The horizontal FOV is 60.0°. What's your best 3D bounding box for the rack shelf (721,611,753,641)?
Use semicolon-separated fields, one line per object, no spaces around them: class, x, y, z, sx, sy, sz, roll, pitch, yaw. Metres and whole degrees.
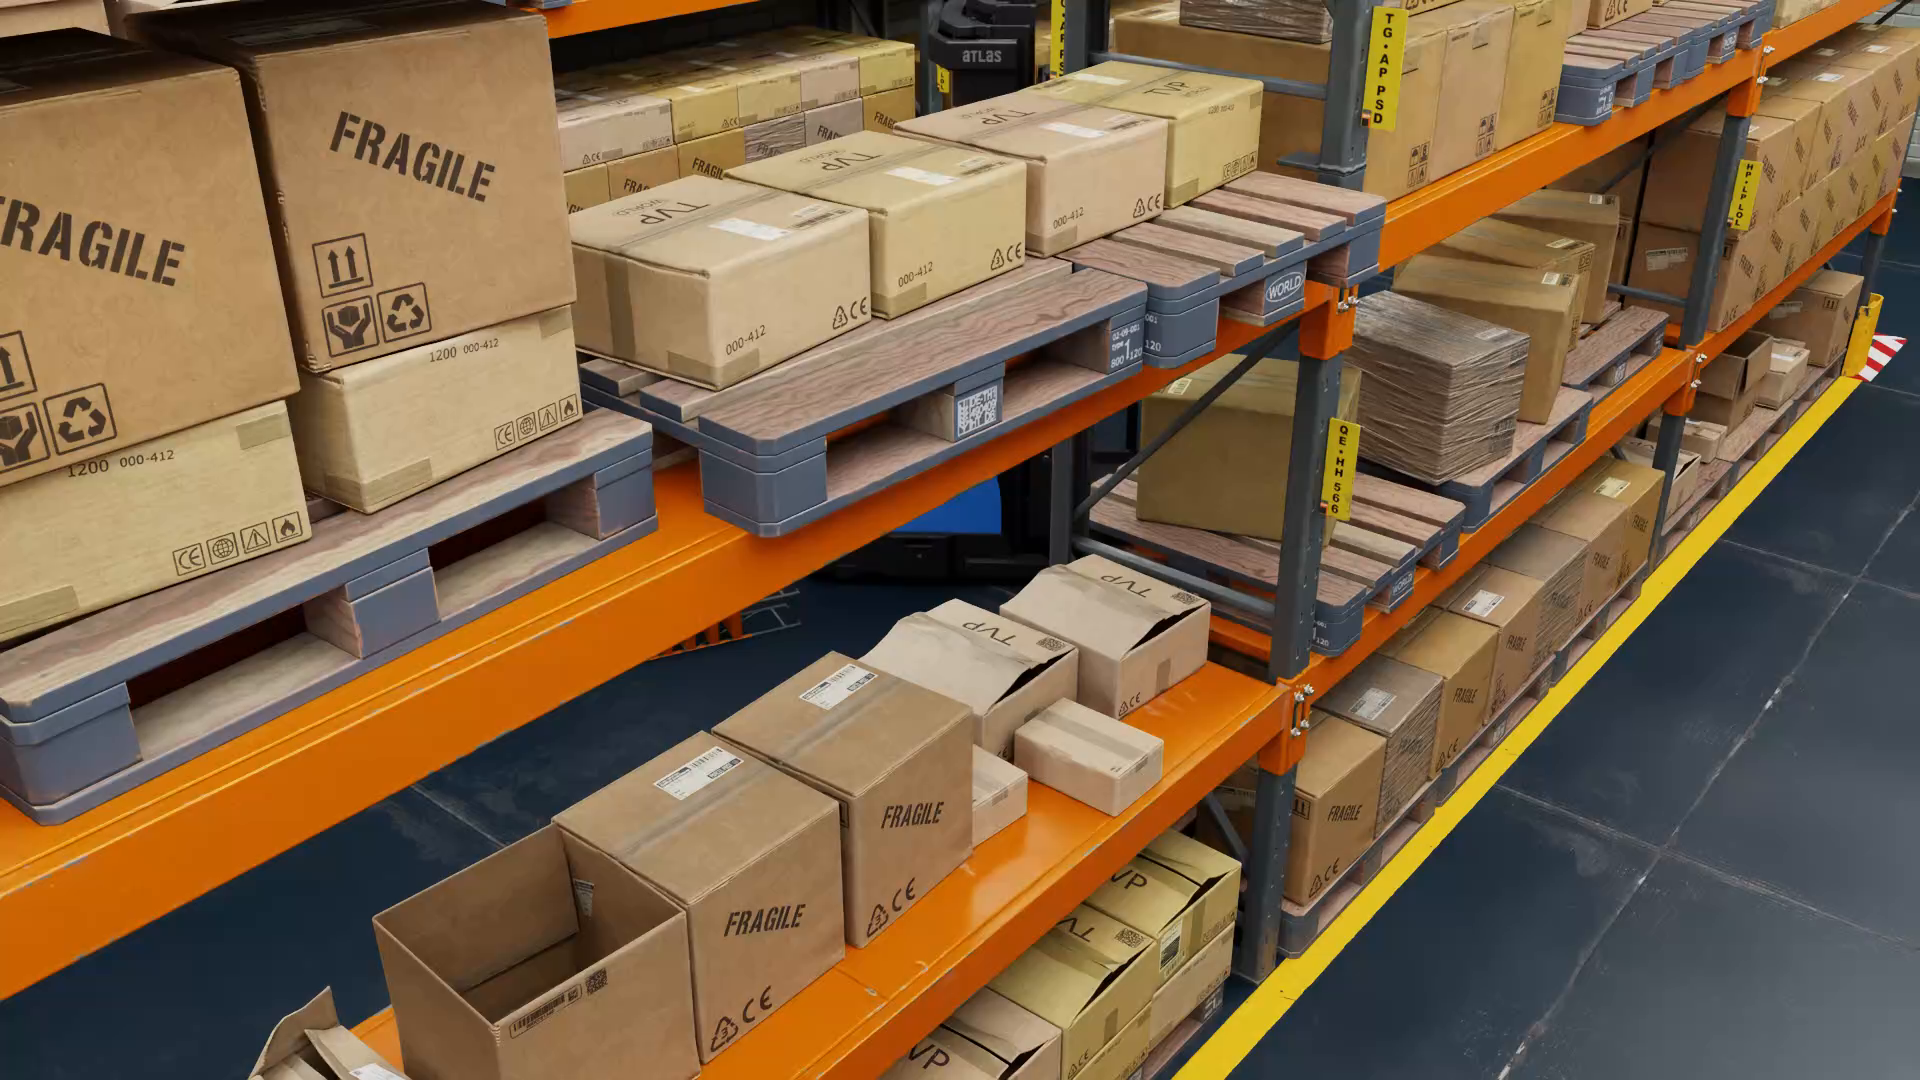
rack shelf;-1.136;0.360;8.343;0.103;0.180;0.258;-13;30;-23

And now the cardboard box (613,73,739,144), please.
cardboard box;-1.617;-2.465;9.481;0.500;0.250;0.500;20;33;33

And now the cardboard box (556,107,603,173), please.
cardboard box;-2.252;-2.104;8.782;0.500;0.250;0.500;20;34;34

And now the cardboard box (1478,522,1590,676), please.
cardboard box;2.556;0.243;7.757;0.500;0.500;0.500;21;34;35

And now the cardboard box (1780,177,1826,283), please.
cardboard box;4.466;-1.786;9.329;0.500;0.500;0.500;21;34;34

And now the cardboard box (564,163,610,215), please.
cardboard box;-2.234;-1.775;8.962;0.500;0.500;0.500;22;35;36

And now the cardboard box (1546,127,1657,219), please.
cardboard box;3.410;-2.025;8.702;0.500;0.500;0.500;21;34;35

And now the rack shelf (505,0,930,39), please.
rack shelf;-1.808;-3.031;9.363;1.077;0.370;4.000;21;34;34

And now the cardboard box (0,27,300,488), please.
cardboard box;-1.377;-0.437;2.456;0.500;0.500;0.500;21;34;35

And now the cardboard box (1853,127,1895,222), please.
cardboard box;5.431;-2.320;10.362;0.500;0.500;0.500;21;34;35

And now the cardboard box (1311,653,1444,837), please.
cardboard box;1.583;0.787;6.706;0.500;0.500;0.500;19;33;33

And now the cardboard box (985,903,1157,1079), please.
cardboard box;0.276;1.367;5.269;0.500;0.311;0.500;20;34;34

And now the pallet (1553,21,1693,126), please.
pallet;2.162;-1.951;6.696;1.213;0.211;1.003;21;34;34

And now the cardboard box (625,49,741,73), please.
cardboard box;-1.673;-2.792;10.113;0.500;0.250;0.500;19;33;33

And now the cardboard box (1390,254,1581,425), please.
cardboard box;2.212;-0.868;7.097;0.700;0.500;0.500;12;30;22

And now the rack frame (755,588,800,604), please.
rack frame;-1.392;0.336;8.191;1.200;0.006;0.240;-13;30;-23

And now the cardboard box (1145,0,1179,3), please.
cardboard box;1.691;-4.095;13.575;0.980;0.700;0.700;23;35;37

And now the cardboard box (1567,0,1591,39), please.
cardboard box;2.065;-2.258;6.411;0.600;0.600;0.600;19;33;33

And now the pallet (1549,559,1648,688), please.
pallet;2.800;0.257;8.524;1.003;0.211;1.213;21;34;34

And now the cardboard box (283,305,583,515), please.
cardboard box;-1.054;-0.308;3.023;0.500;0.250;0.500;17;32;30

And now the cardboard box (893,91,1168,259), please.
cardboard box;0.180;-0.947;4.257;0.500;0.250;0.500;22;34;36

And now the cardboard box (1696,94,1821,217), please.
cardboard box;4.133;-2.037;8.727;0.500;0.500;0.500;20;33;33

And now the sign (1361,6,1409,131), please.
sign;1.167;-1.295;4.575;0.100;0.325;0.005;21;34;34

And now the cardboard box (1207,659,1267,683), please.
cardboard box;1.158;0.652;6.967;0.500;0.500;0.500;22;35;36

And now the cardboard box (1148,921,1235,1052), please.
cardboard box;0.598;1.430;5.757;0.500;0.250;0.500;22;34;36

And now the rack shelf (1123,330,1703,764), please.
rack shelf;2.016;-0.252;7.256;1.077;0.370;4.000;21;34;34

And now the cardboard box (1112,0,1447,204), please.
cardboard box;0.996;-1.404;5.326;0.910;0.500;0.500;21;34;34

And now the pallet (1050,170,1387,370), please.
pallet;0.382;-0.845;4.559;1.213;0.211;1.003;23;35;37

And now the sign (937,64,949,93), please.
sign;-0.111;-3.051;10.710;0.100;0.325;0.005;21;34;34

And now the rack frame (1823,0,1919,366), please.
rack frame;5.833;-2.699;11.203;1.000;3.000;0.127;21;34;34

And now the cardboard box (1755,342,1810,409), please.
cardboard box;5.050;-1.081;10.588;0.500;0.250;0.500;21;34;34

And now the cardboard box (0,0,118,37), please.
cardboard box;-3.977;-2.264;6.963;0.637;0.503;0.797;-23;35;-37

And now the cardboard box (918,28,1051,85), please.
cardboard box;0.290;-3.306;12.049;0.980;0.700;0.700;20;33;33

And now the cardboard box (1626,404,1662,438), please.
cardboard box;3.909;-0.833;10.043;0.500;0.311;0.500;21;34;34

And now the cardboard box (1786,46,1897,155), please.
cardboard box;5.115;-2.585;9.785;0.500;0.500;0.500;22;34;36

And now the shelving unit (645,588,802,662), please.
shelving unit;-1.392;0.417;8.233;1.200;0.189;0.258;-13;30;-23

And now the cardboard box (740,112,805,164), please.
cardboard box;-1.278;-2.316;10.008;0.500;0.500;0.500;21;34;34

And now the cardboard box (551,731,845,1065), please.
cardboard box;-0.645;0.879;4.177;0.500;0.500;0.500;21;34;34

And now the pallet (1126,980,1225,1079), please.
pallet;0.190;1.656;5.819;1.003;0.211;1.213;21;34;34

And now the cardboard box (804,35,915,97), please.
cardboard box;-0.636;-3.006;10.525;0.500;0.250;0.500;22;34;36

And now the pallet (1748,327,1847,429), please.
pallet;5.278;-1.151;11.245;1.003;0.211;1.213;21;34;34

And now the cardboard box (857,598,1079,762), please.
cardboard box;0.026;0.437;5.237;0.500;0.311;0.500;20;34;34

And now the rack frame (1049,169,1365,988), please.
rack frame;0.744;0.137;5.720;1.000;3.000;0.127;21;34;34

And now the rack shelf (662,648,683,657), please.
rack shelf;-1.460;0.432;8.204;0.103;0.180;0.258;-13;30;-23

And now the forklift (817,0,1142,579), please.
forklift;0.689;-1.285;8.543;3.031;2.935;1.130;1;27;2

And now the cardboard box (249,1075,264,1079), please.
cardboard box;-1.521;1.435;3.376;0.500;0.250;0.500;23;35;37

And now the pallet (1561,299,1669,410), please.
pallet;2.696;-0.944;8.020;1.003;0.211;1.213;21;34;34

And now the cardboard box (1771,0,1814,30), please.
cardboard box;3.789;-2.647;8.001;0.500;0.250;0.500;21;34;34
